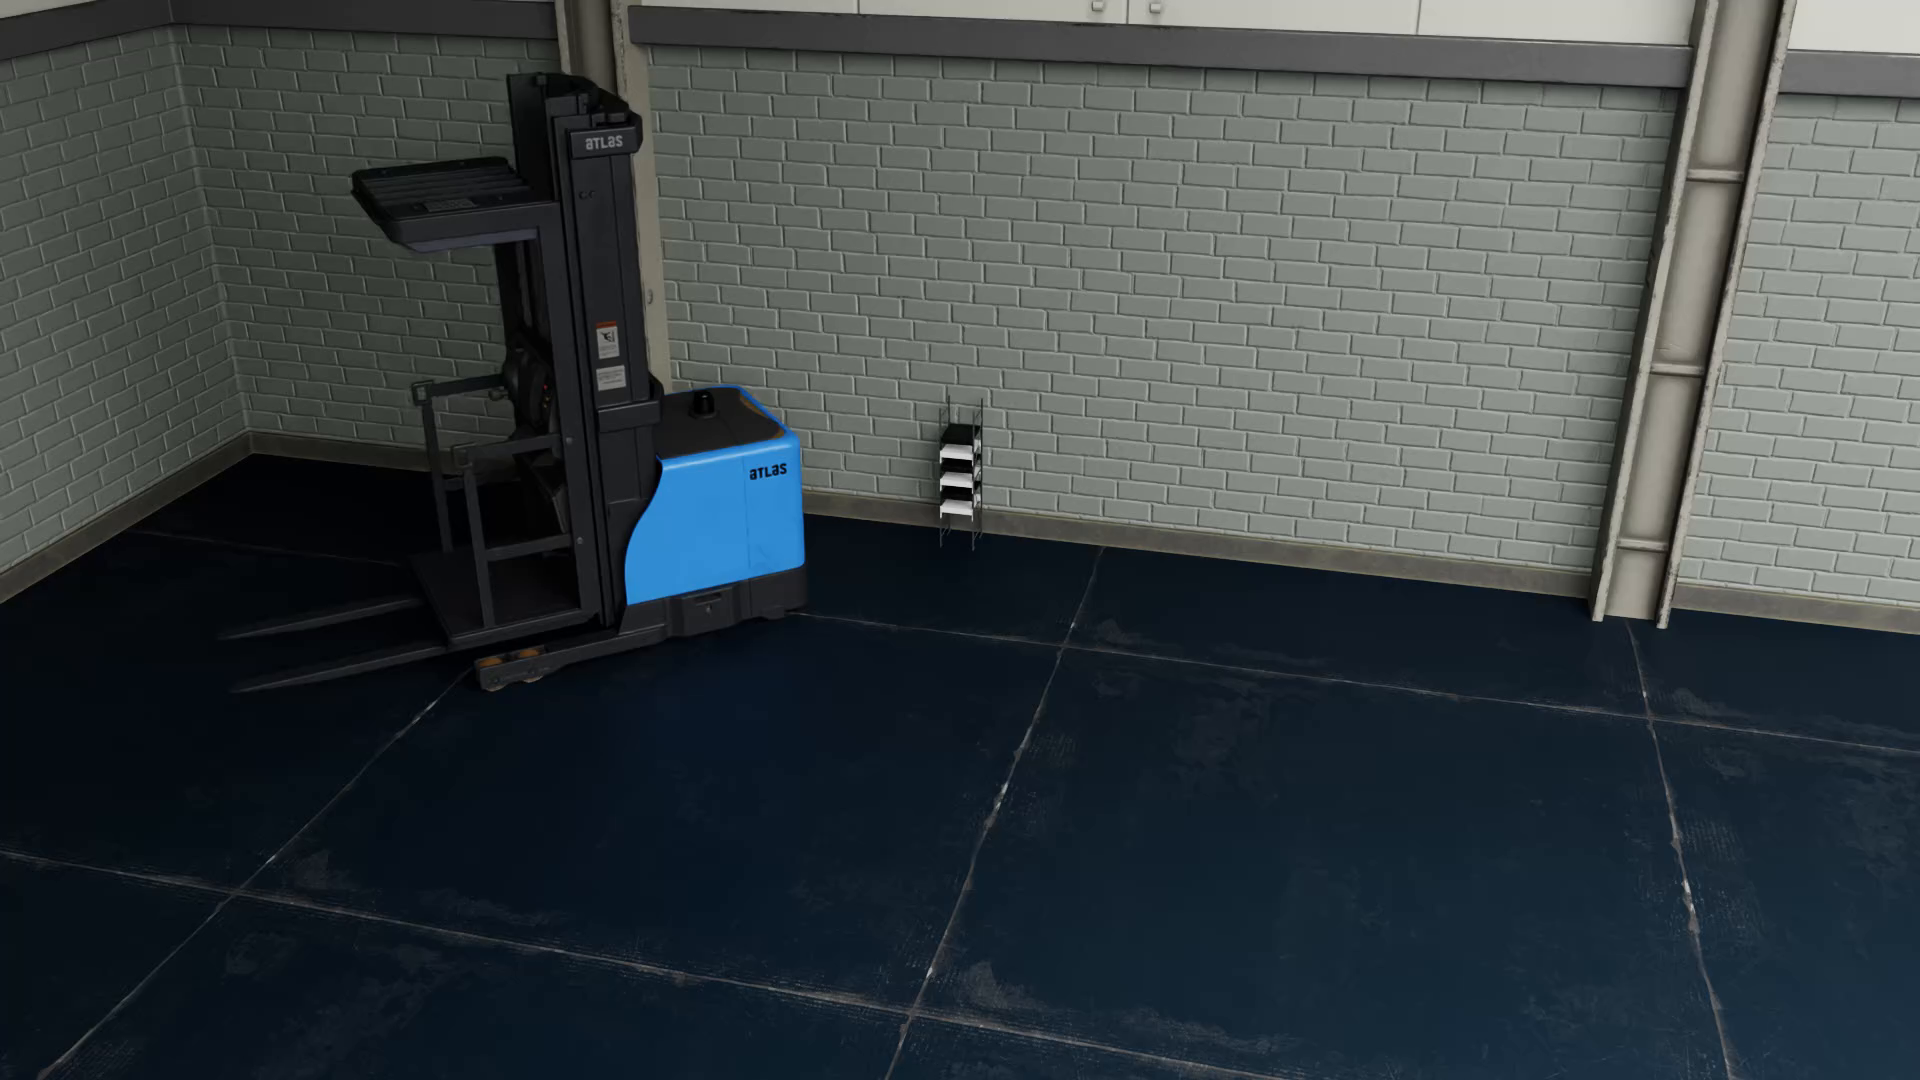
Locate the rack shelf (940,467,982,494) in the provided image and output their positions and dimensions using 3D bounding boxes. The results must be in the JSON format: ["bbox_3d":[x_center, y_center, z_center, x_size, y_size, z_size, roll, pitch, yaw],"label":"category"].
[{"bbox_3d":[0.007,-0.372,10.061,0.200,0.077,0.258,6,26,12],"label":"rack shelf"}]

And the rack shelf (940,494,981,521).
[{"bbox_3d":[0.007,-0.209,10.139,0.200,0.077,0.258,6,26,12],"label":"rack shelf"}]

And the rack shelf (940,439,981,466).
[{"bbox_3d":[0.007,-0.534,9.984,0.200,0.077,0.258,6,26,12],"label":"rack shelf"}]

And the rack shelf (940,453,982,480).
[{"bbox_3d":[0.007,-0.453,10.023,0.200,0.077,0.258,6,26,12],"label":"rack shelf"}]

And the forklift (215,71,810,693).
[{"bbox_3d":[-2.398,-0.802,8.524,3.031,2.935,1.130,-13,28,-25],"label":"forklift"}]

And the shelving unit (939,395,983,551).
[{"bbox_3d":[0.007,-0.402,10.047,0.210,0.900,0.258,6,26,12],"label":"shelving unit"}]

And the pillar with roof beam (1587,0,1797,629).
[{"bbox_3d":[2.693,-1.864,3.697,0.400,9.000,9.100,6,26,13],"label":"pillar with roof beam"}]

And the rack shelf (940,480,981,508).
[{"bbox_3d":[0.007,-0.290,10.100,0.200,0.077,0.258,6,26,12],"label":"rack shelf"}]

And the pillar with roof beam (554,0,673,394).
[{"bbox_3d":[-3.118,-2.506,5.046,0.400,9.000,9.100,6,26,13],"label":"pillar with roof beam"}]

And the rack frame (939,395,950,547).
[{"bbox_3d":[-0.091,-0.412,10.069,0.006,0.900,0.240,6,26,12],"label":"rack frame"}]

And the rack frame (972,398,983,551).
[{"bbox_3d":[0.106,-0.391,10.025,0.006,0.900,0.240,6,26,12],"label":"rack frame"}]

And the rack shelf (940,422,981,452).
[{"bbox_3d":[0.007,-0.615,9.945,0.200,0.077,0.258,6,26,12],"label":"rack shelf"}]
